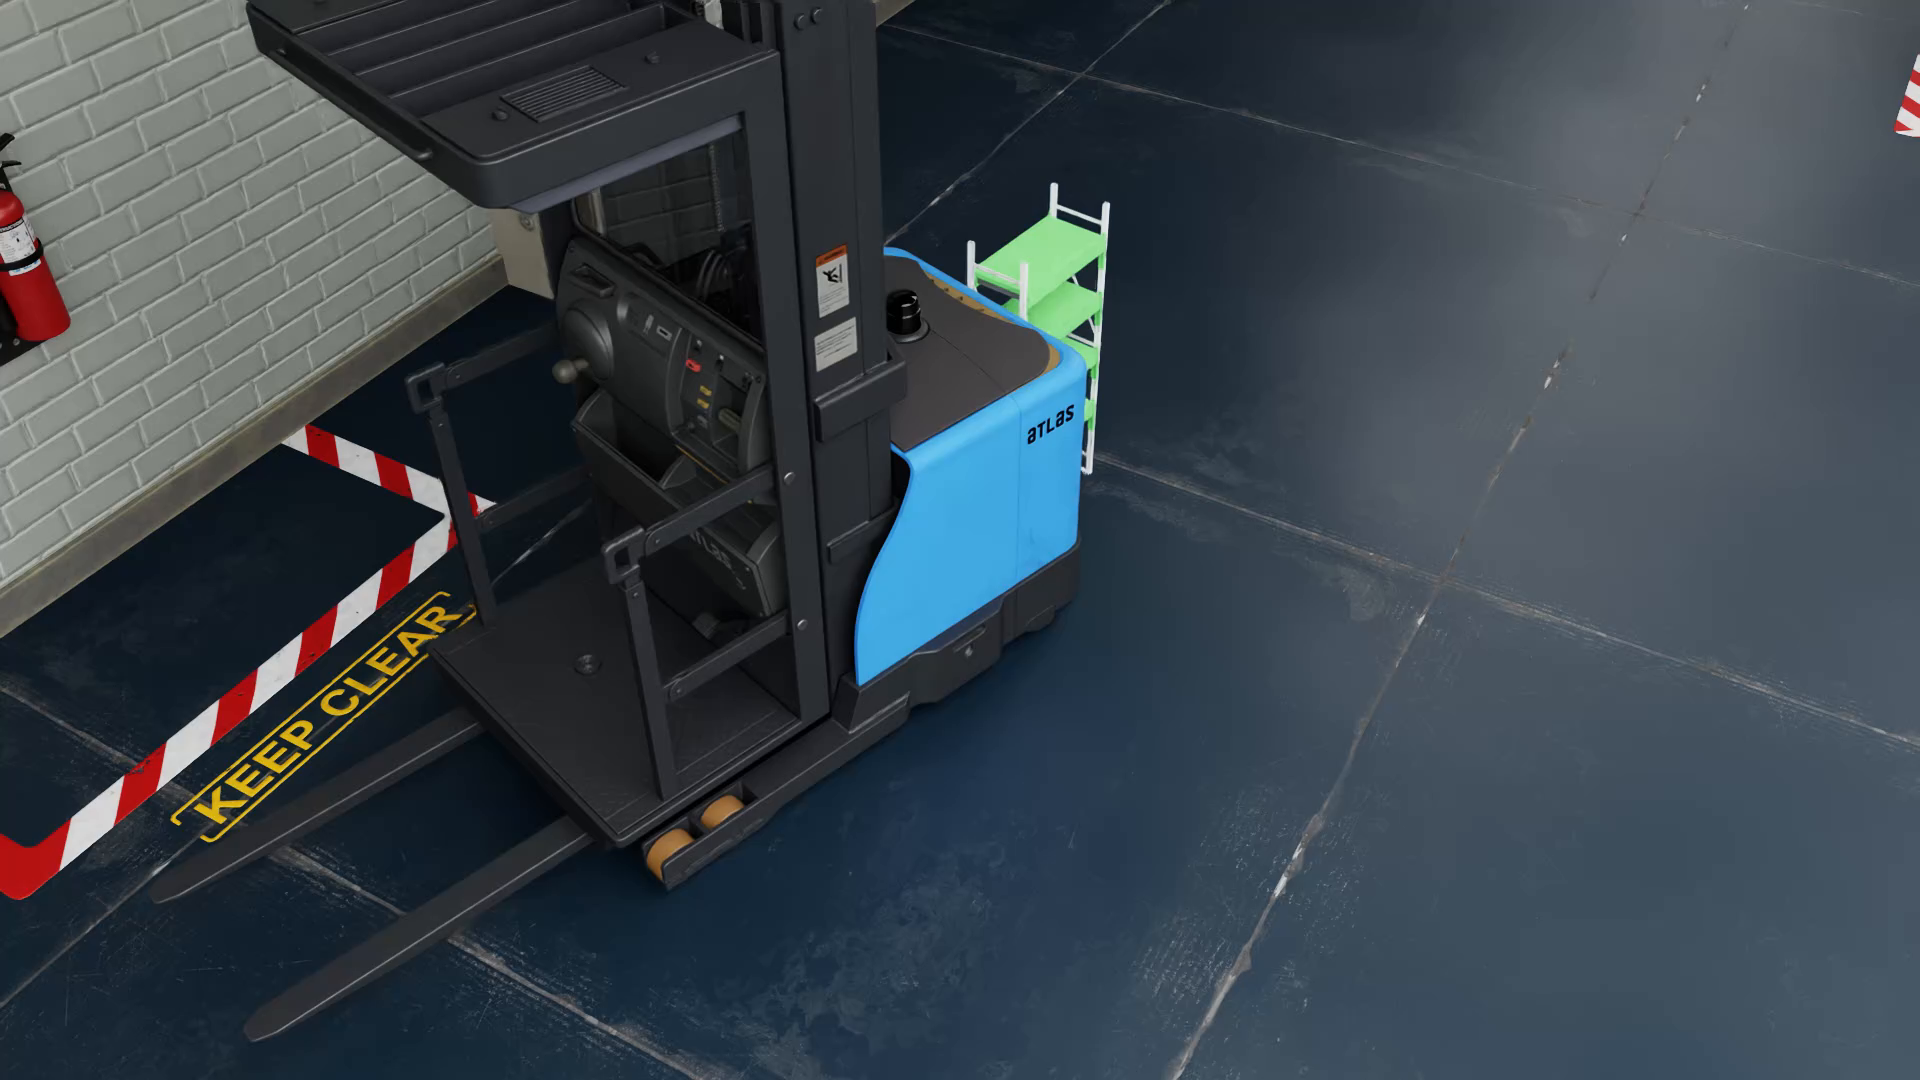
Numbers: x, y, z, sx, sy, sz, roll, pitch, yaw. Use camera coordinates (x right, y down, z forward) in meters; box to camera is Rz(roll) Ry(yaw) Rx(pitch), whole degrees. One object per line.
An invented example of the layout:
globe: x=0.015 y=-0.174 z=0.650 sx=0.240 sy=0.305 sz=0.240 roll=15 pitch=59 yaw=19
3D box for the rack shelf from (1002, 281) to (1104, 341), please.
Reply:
rack shelf: x=0.272 y=-0.763 z=5.942 sx=0.258 sy=0.148 sz=0.480 roll=27 pitch=48 yaw=27

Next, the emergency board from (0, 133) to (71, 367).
emergency board: x=-3.125 y=-0.966 z=5.078 sx=0.194 sy=1.169 sz=0.643 roll=21 pitch=45 yaw=22

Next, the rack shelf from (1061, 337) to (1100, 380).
rack shelf: x=0.272 y=-0.583 z=6.101 sx=0.258 sy=0.148 sz=0.480 roll=27 pitch=48 yaw=27

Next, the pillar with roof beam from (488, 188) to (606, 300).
pillar with roof beam: x=1.872 y=-3.196 z=3.070 sx=9.100 sy=9.000 sz=0.400 roll=21 pitch=45 yaw=22

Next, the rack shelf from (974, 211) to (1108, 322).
rack shelf: x=0.272 y=-0.943 z=5.784 sx=0.258 sy=0.148 sz=0.480 roll=27 pitch=48 yaw=27

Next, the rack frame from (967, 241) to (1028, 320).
rack frame: x=0.124 y=-0.503 z=5.913 sx=0.240 sy=1.200 sz=0.015 roll=27 pitch=48 yaw=27

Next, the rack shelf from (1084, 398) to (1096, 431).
rack shelf: x=0.272 y=-0.403 z=6.259 sx=0.258 sy=0.148 sz=0.480 roll=27 pitch=48 yaw=27

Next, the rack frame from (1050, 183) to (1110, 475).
rack frame: x=0.420 y=-0.759 z=6.204 sx=0.240 sy=1.200 sz=0.015 roll=27 pitch=48 yaw=27

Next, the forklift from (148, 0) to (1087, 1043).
forklift: x=-0.998 y=-0.446 z=4.538 sx=3.031 sy=2.935 sz=1.130 roll=-32 pitch=50 yaw=-31

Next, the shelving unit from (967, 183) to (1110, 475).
shelving unit: x=0.272 y=-0.631 z=6.059 sx=0.258 sy=1.200 sz=0.503 roll=27 pitch=48 yaw=27
